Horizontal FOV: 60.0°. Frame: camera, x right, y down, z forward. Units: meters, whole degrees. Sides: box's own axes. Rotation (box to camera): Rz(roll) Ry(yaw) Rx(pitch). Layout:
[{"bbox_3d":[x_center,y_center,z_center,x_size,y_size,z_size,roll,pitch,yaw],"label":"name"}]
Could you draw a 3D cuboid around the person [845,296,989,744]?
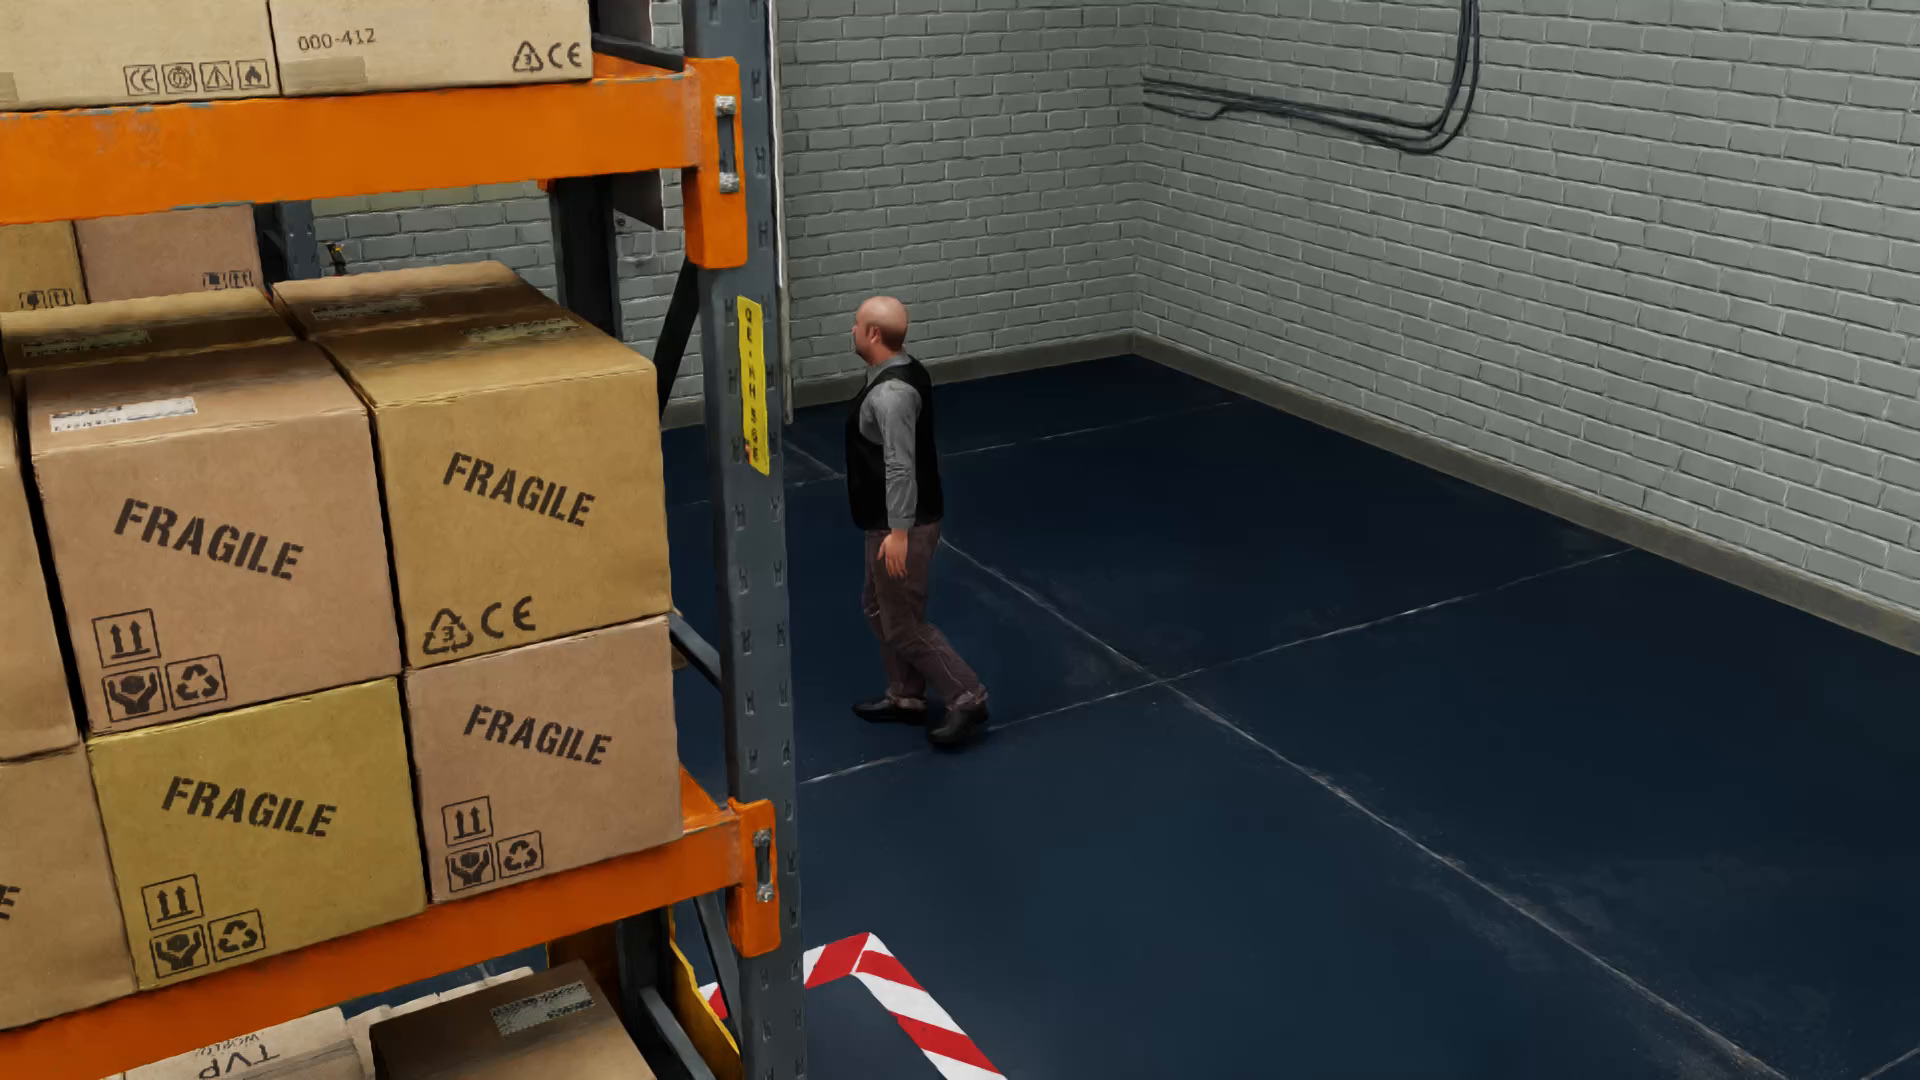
[{"bbox_3d":[-0.160,-0.032,6.325,0.547,1.623,0.567,0,22,1],"label":"person"}]
